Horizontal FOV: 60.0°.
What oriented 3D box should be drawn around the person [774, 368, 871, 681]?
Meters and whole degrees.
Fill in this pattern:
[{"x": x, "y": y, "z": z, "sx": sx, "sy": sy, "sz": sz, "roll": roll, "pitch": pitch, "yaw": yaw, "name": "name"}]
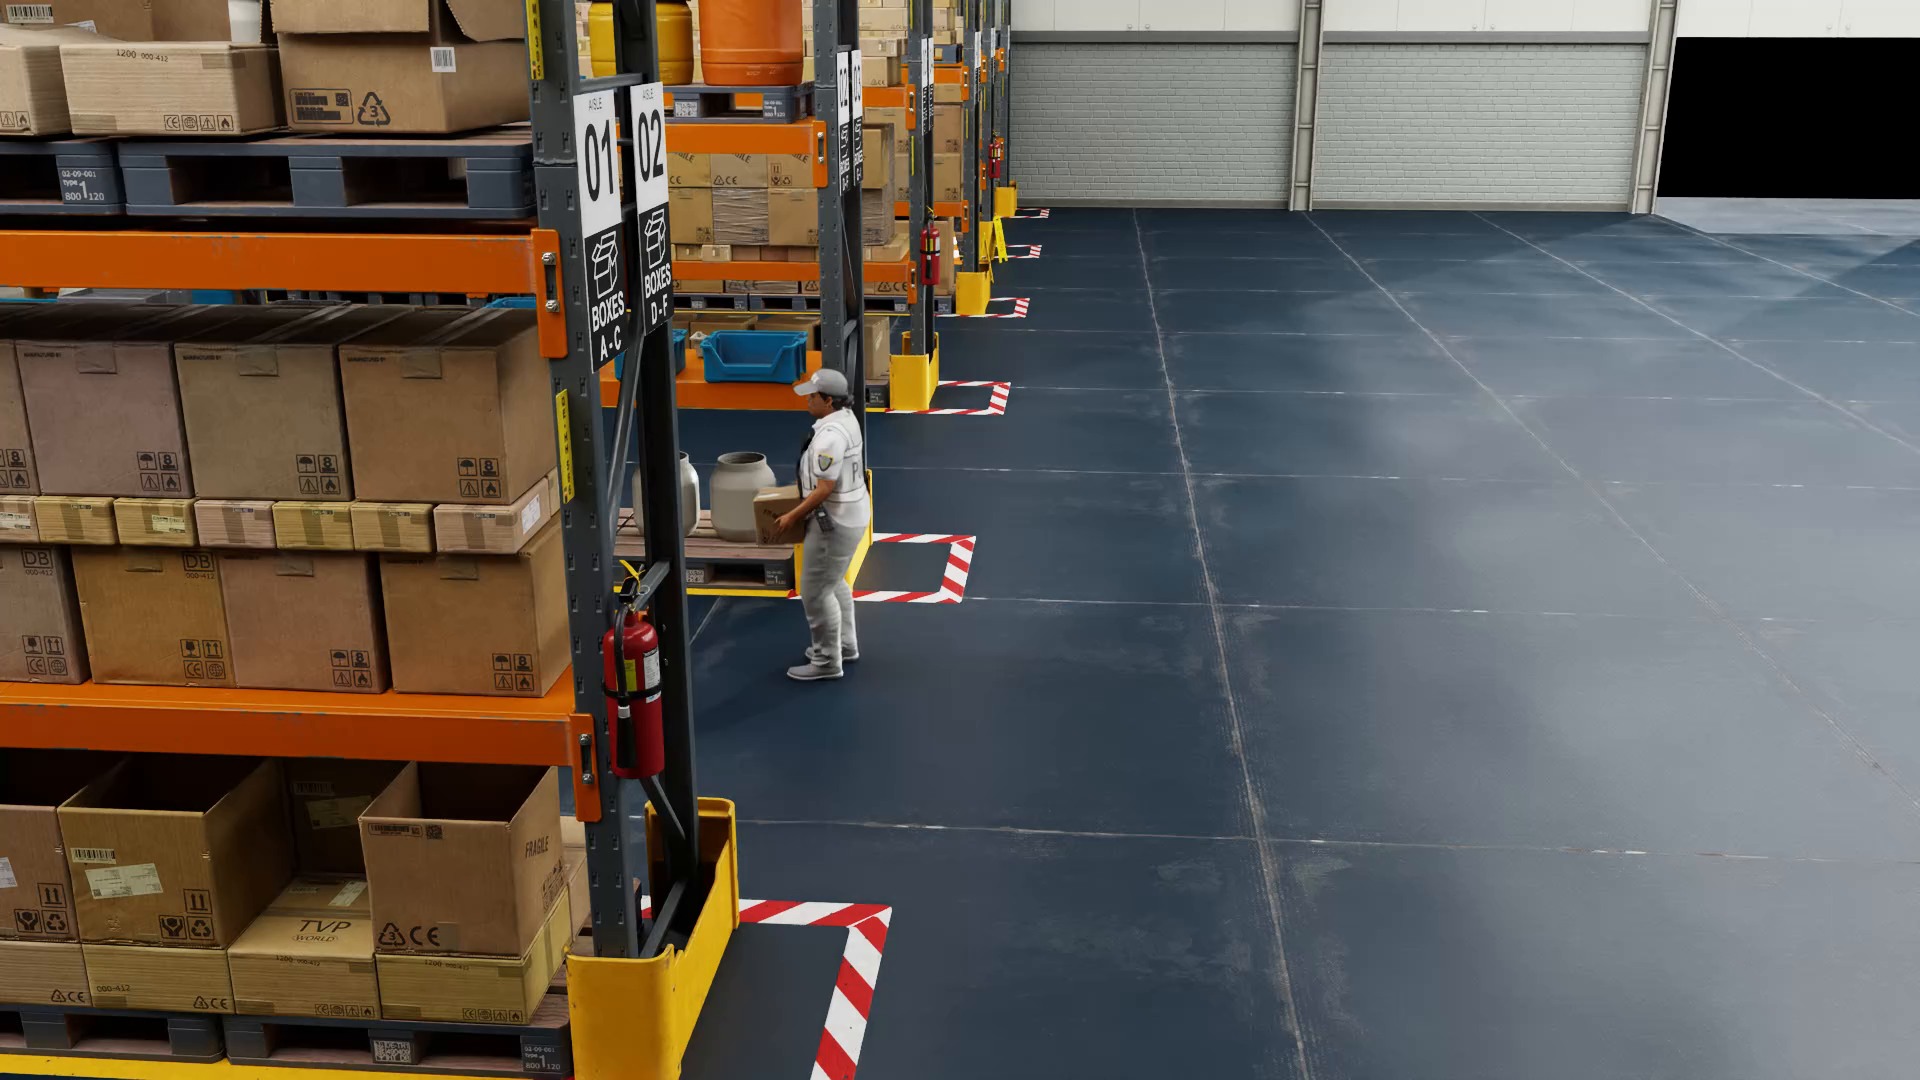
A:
[{"x": -0.720, "y": -0.088, "z": 8.808, "sx": 0.490, "sy": 1.671, "sz": 0.493, "roll": 1, "pitch": 18, "yaw": 3, "name": "person"}]
